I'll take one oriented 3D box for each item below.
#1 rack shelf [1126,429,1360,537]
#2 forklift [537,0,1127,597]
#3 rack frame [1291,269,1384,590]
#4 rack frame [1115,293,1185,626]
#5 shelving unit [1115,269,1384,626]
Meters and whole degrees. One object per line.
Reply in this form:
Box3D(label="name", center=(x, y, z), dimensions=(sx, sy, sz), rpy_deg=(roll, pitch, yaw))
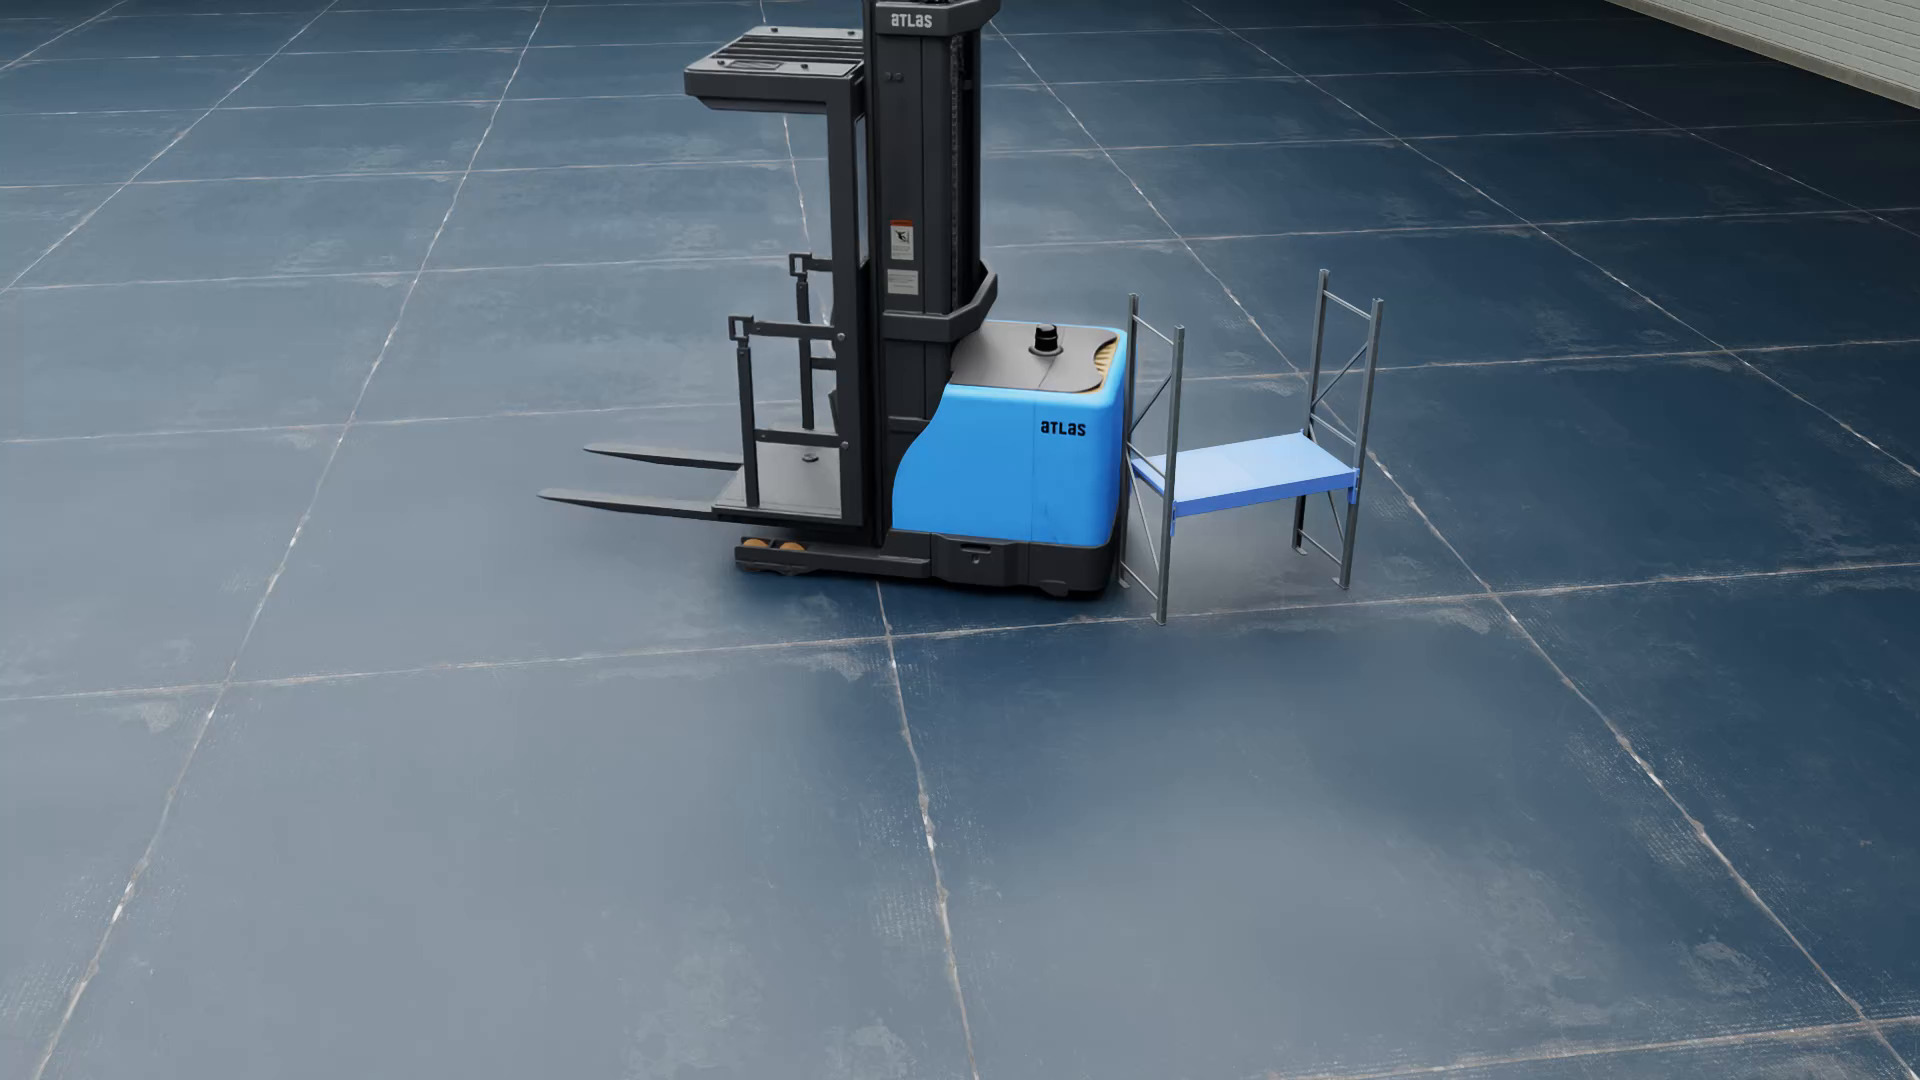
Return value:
Box3D(label="rack shelf", center=(1.357, -0.287, 8.060), dimensions=(1.000, 0.185, 0.538), rpy_deg=(-10, 29, -18))
Box3D(label="forklift", center=(-0.673, -1.352, 8.174), dimensions=(3.031, 2.935, 1.130), rpy_deg=(5, 28, 10))
Box3D(label="rack frame", center=(1.833, -0.529, 8.139), dimensions=(0.032, 1.500, 0.500), rpy_deg=(-10, 29, -18))
Box3D(label="rack frame", center=(0.882, -0.365, 7.818), dimensions=(0.032, 1.500, 0.500), rpy_deg=(-10, 29, -18))
Box3D(label="shelving unit", center=(1.357, -0.447, 7.978), dimensions=(1.048, 1.500, 0.538), rpy_deg=(-10, 29, -18))
